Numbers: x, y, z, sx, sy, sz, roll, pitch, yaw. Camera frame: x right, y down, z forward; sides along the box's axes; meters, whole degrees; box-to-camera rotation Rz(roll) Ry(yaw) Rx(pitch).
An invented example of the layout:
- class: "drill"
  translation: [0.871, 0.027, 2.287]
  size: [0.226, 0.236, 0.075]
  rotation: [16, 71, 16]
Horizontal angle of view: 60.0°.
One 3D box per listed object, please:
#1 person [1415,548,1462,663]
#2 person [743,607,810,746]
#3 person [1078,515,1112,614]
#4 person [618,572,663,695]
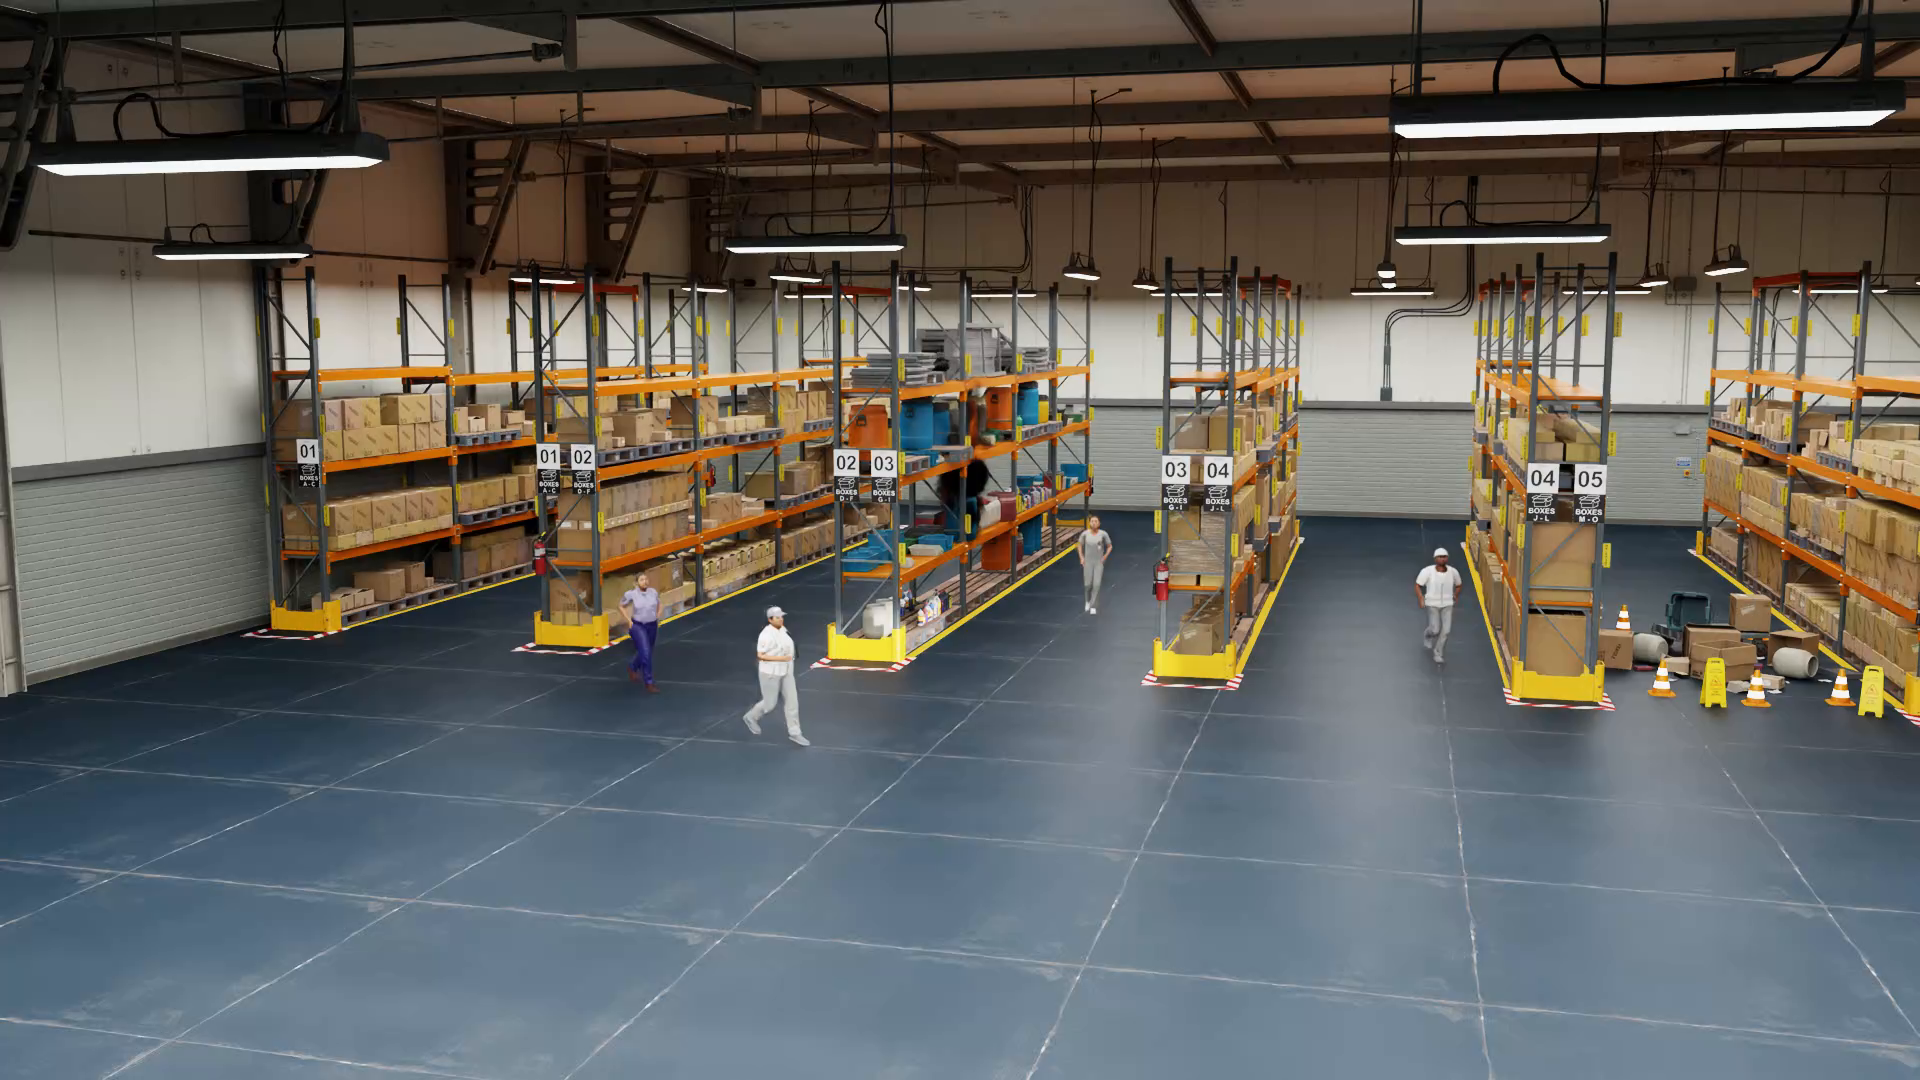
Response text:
- class: "person"
  translation: [7.240, 0.973, 25.127]
  size: [0.702, 1.721, 0.589]
  rotation: [0, 7, 2]
- class: "person"
  translation: [-2.224, 1.627, 20.087]
  size: [0.924, 1.666, 0.606]
  rotation: [5, 9, 34]
- class: "person"
  translation: [2.239, 0.398, 27.618]
  size: [0.579, 1.640, 0.476]
  rotation: [1, 7, 4]
- class: "person"
  translation: [-4.403, 1.264, 23.162]
  size: [0.581, 1.669, 0.869]
  rotation: [-6, 10, -42]
